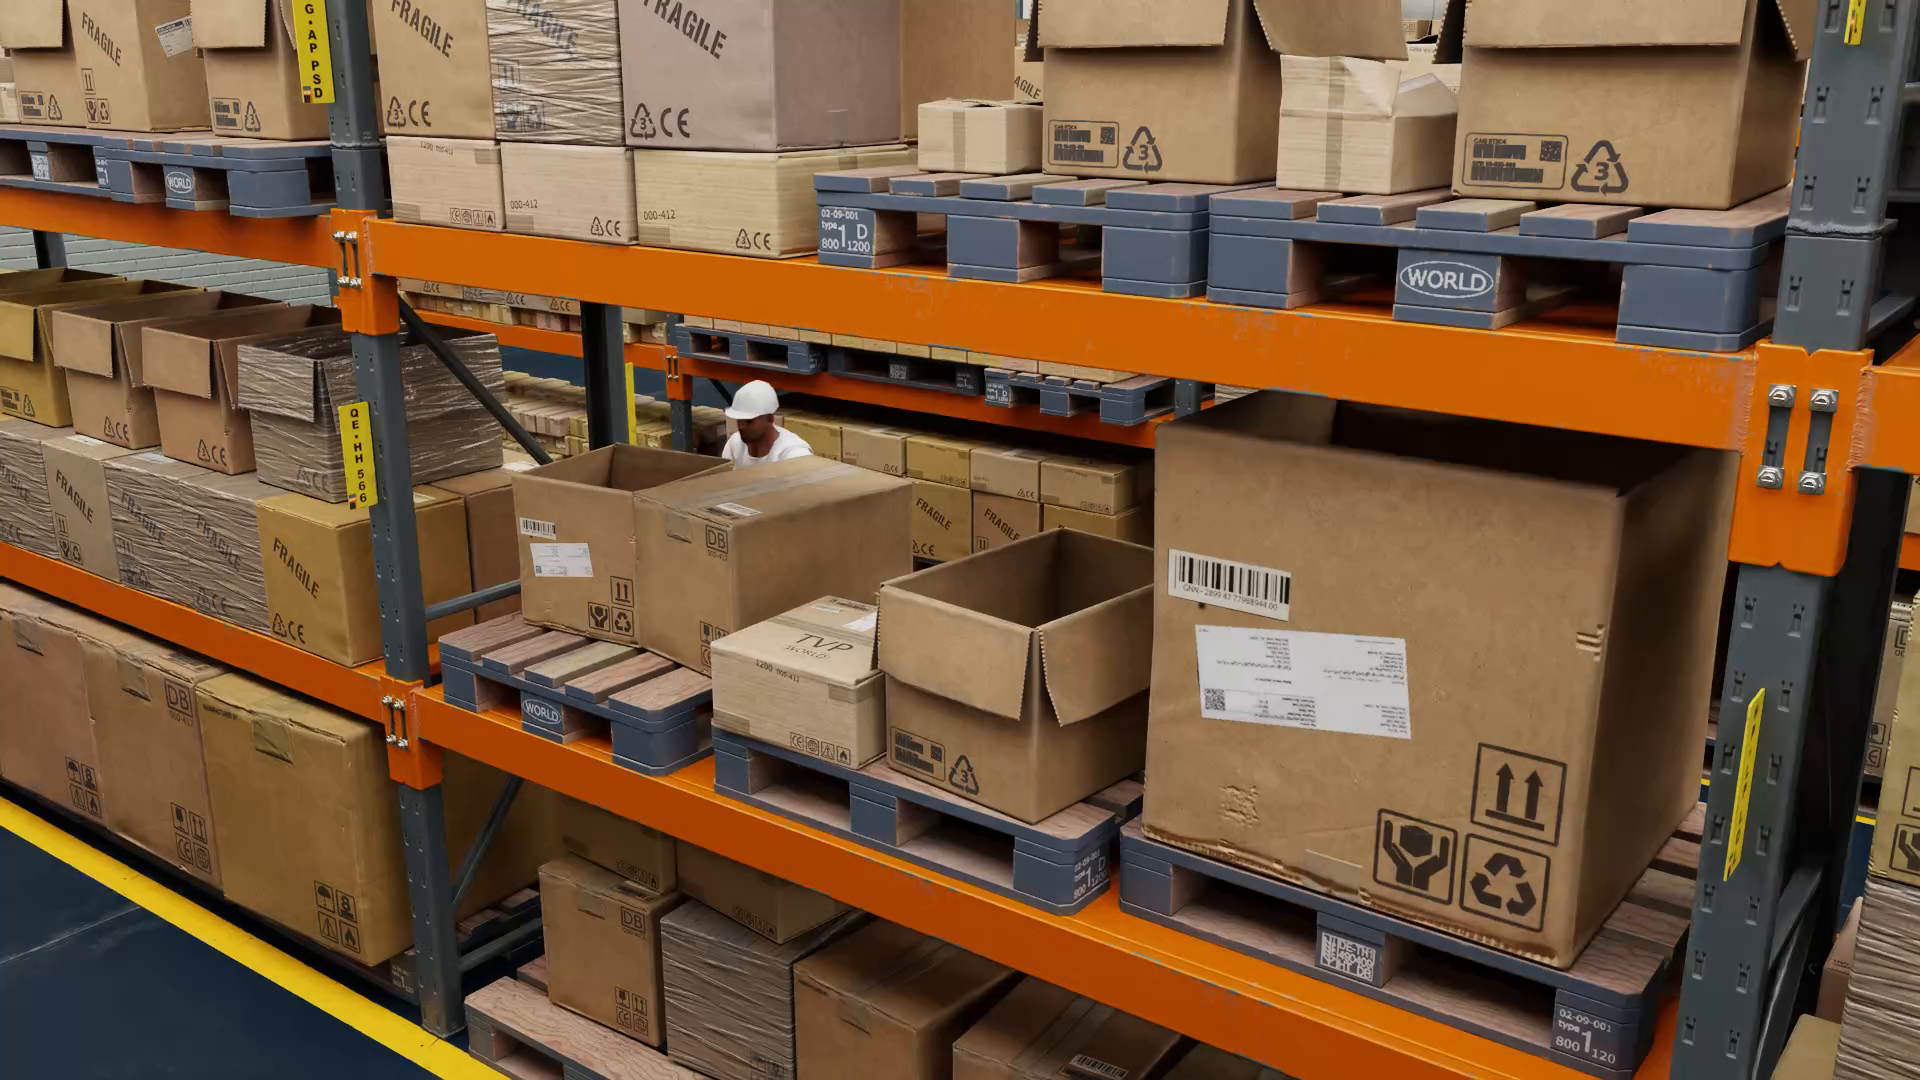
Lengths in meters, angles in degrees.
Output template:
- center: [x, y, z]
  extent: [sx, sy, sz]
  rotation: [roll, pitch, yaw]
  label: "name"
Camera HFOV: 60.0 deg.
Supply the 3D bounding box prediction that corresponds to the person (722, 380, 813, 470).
- center: [-0.967, 0.062, 8.296]
  extent: [0.631, 1.760, 0.463]
  rotation: [12, 20, 34]
  label: "person"
